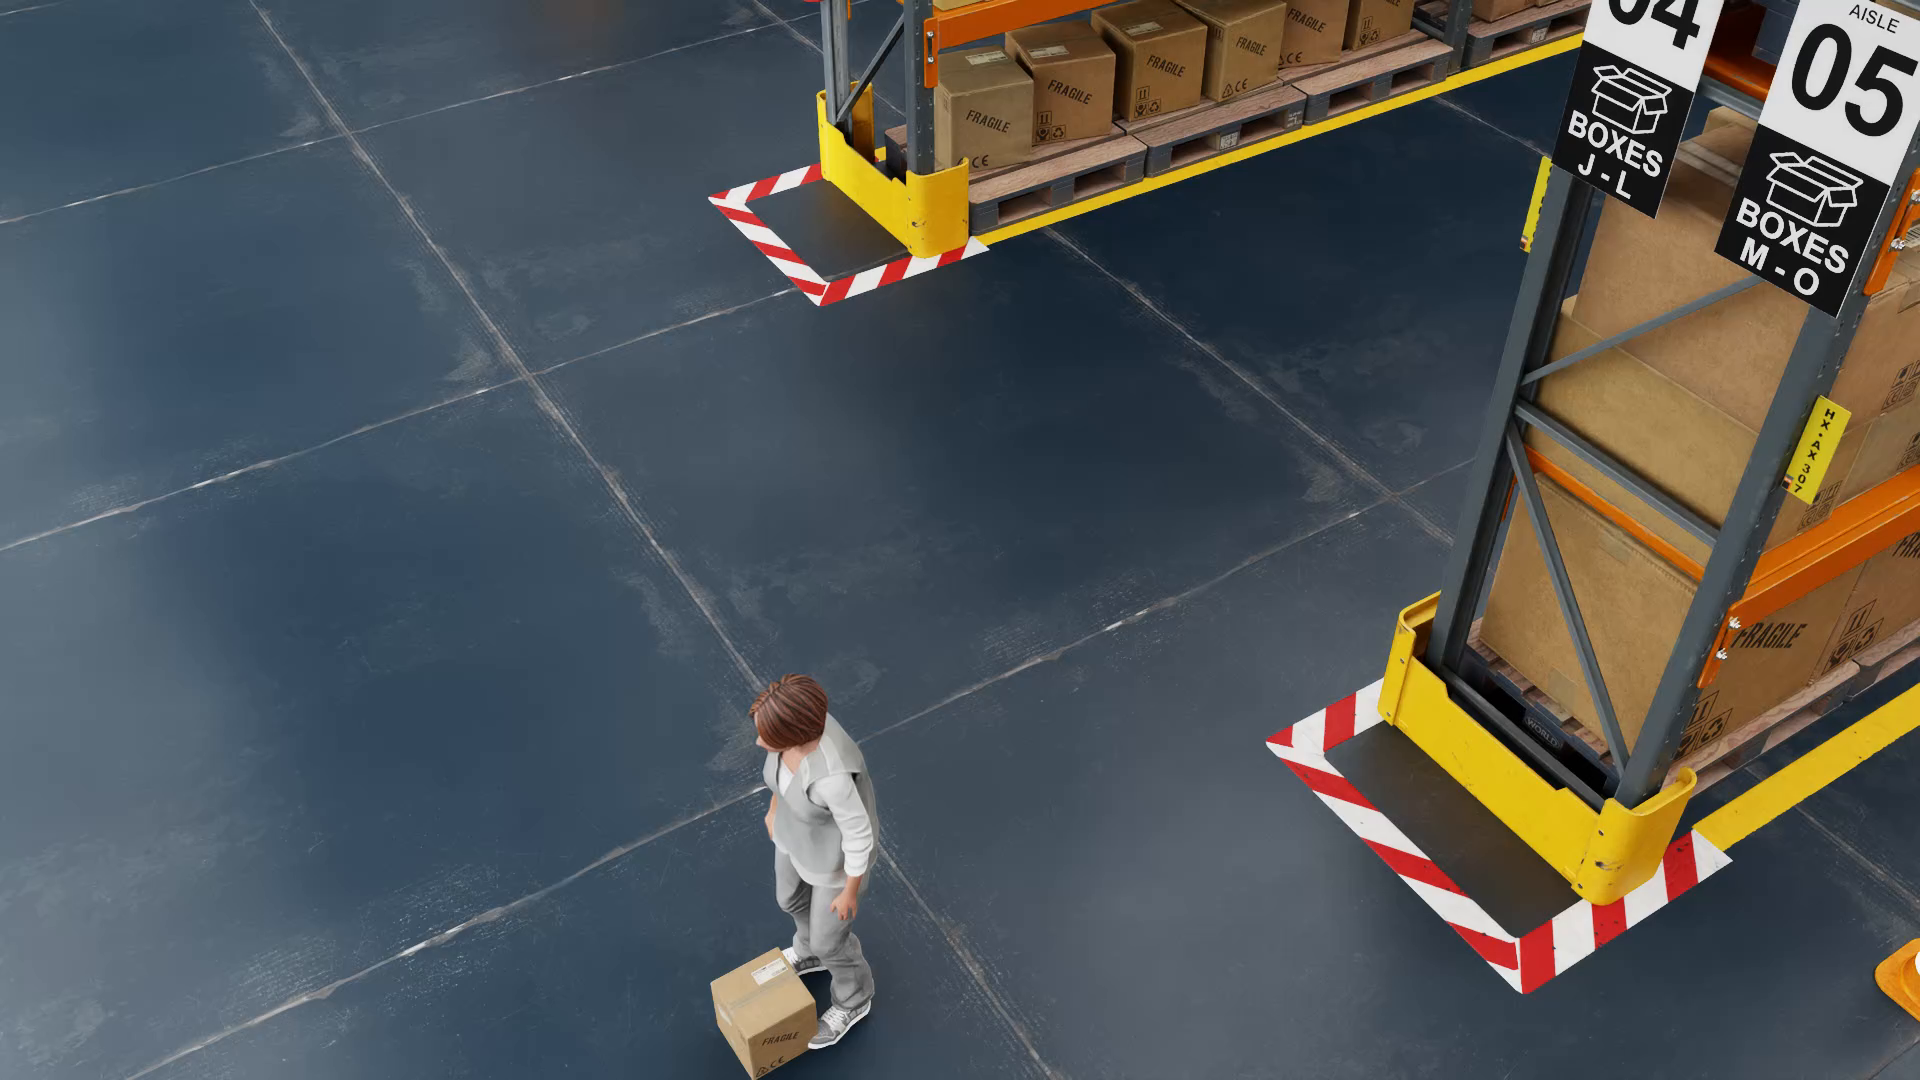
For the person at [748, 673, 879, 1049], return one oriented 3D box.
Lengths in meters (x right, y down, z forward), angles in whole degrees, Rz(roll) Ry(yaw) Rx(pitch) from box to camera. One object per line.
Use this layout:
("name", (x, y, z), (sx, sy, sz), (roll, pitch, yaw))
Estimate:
("person", (-0.438, 0.956, 5.090), (0.345, 1.580, 0.478), (-26, 47, -26))
